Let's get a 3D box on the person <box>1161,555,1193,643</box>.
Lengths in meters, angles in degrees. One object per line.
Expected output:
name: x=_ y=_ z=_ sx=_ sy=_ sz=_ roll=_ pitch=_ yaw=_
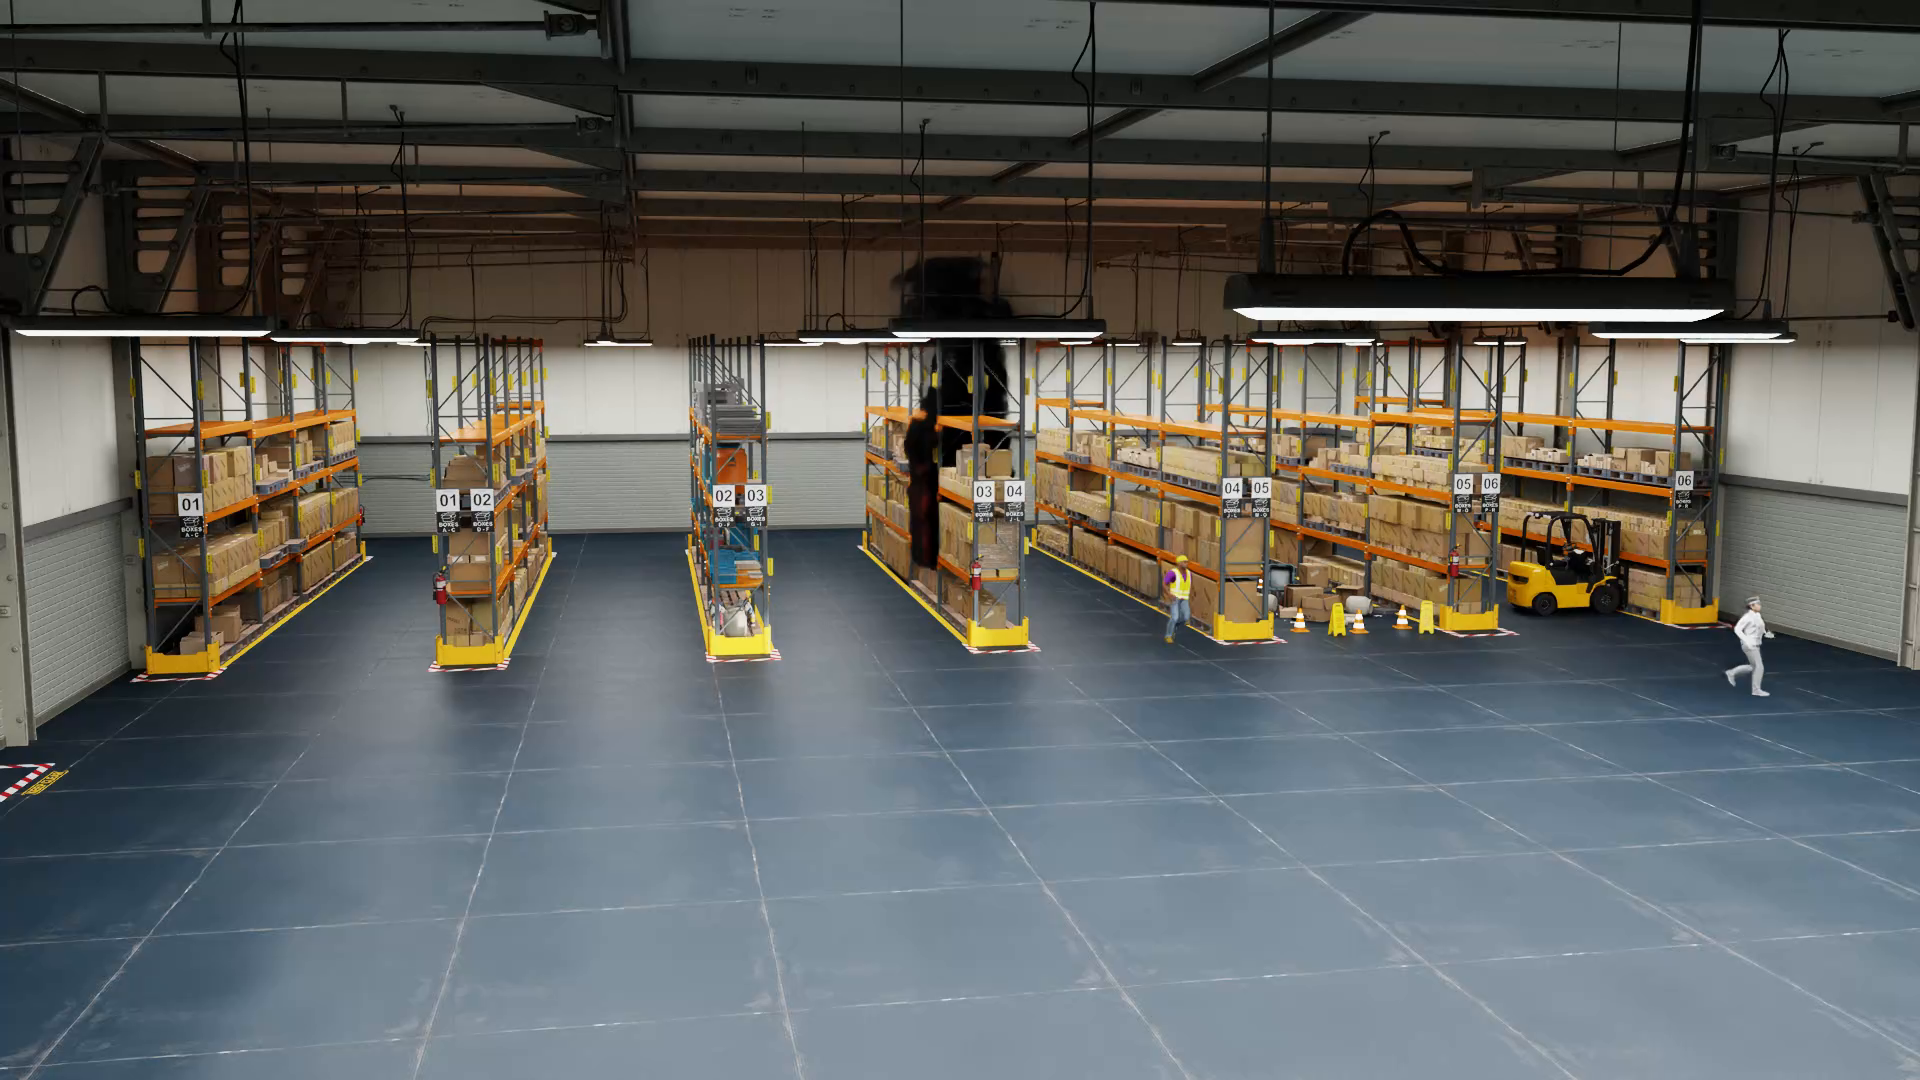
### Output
person: x=4.311 y=1.149 z=32.637 sx=0.756 sy=1.705 sz=0.532 roll=-3 pitch=7 yaw=-25

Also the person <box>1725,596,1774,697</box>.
person: x=13.078 y=1.737 z=27.578 sx=0.616 sy=1.664 sz=0.743 roll=-6 pitch=9 yaw=-44
